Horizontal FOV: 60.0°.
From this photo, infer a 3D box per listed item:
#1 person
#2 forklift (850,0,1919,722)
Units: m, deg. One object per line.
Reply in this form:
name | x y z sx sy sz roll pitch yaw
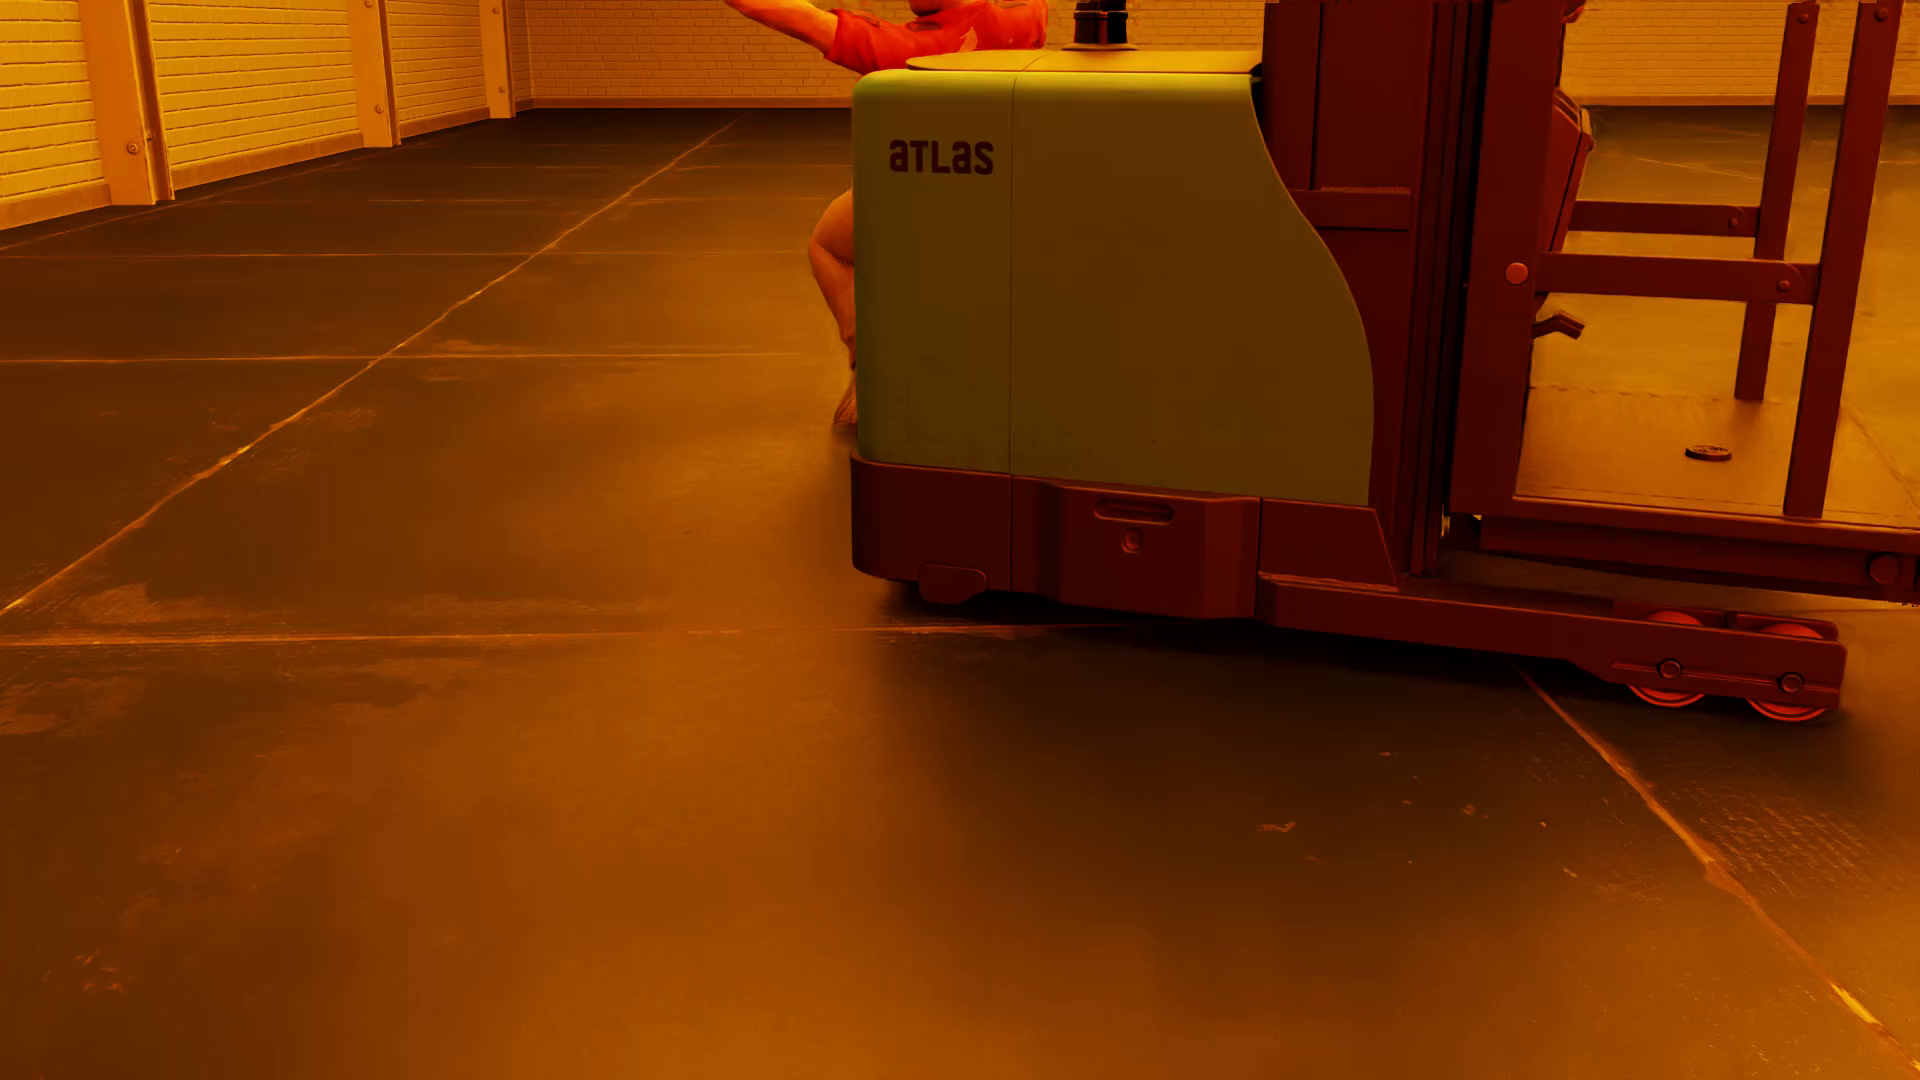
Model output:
person | -0.324 -1.055 4.696 1.120 1.654 0.829 -5 18 -16
forklift | 1.346 -1.262 3.032 3.031 2.935 1.130 6 18 19
